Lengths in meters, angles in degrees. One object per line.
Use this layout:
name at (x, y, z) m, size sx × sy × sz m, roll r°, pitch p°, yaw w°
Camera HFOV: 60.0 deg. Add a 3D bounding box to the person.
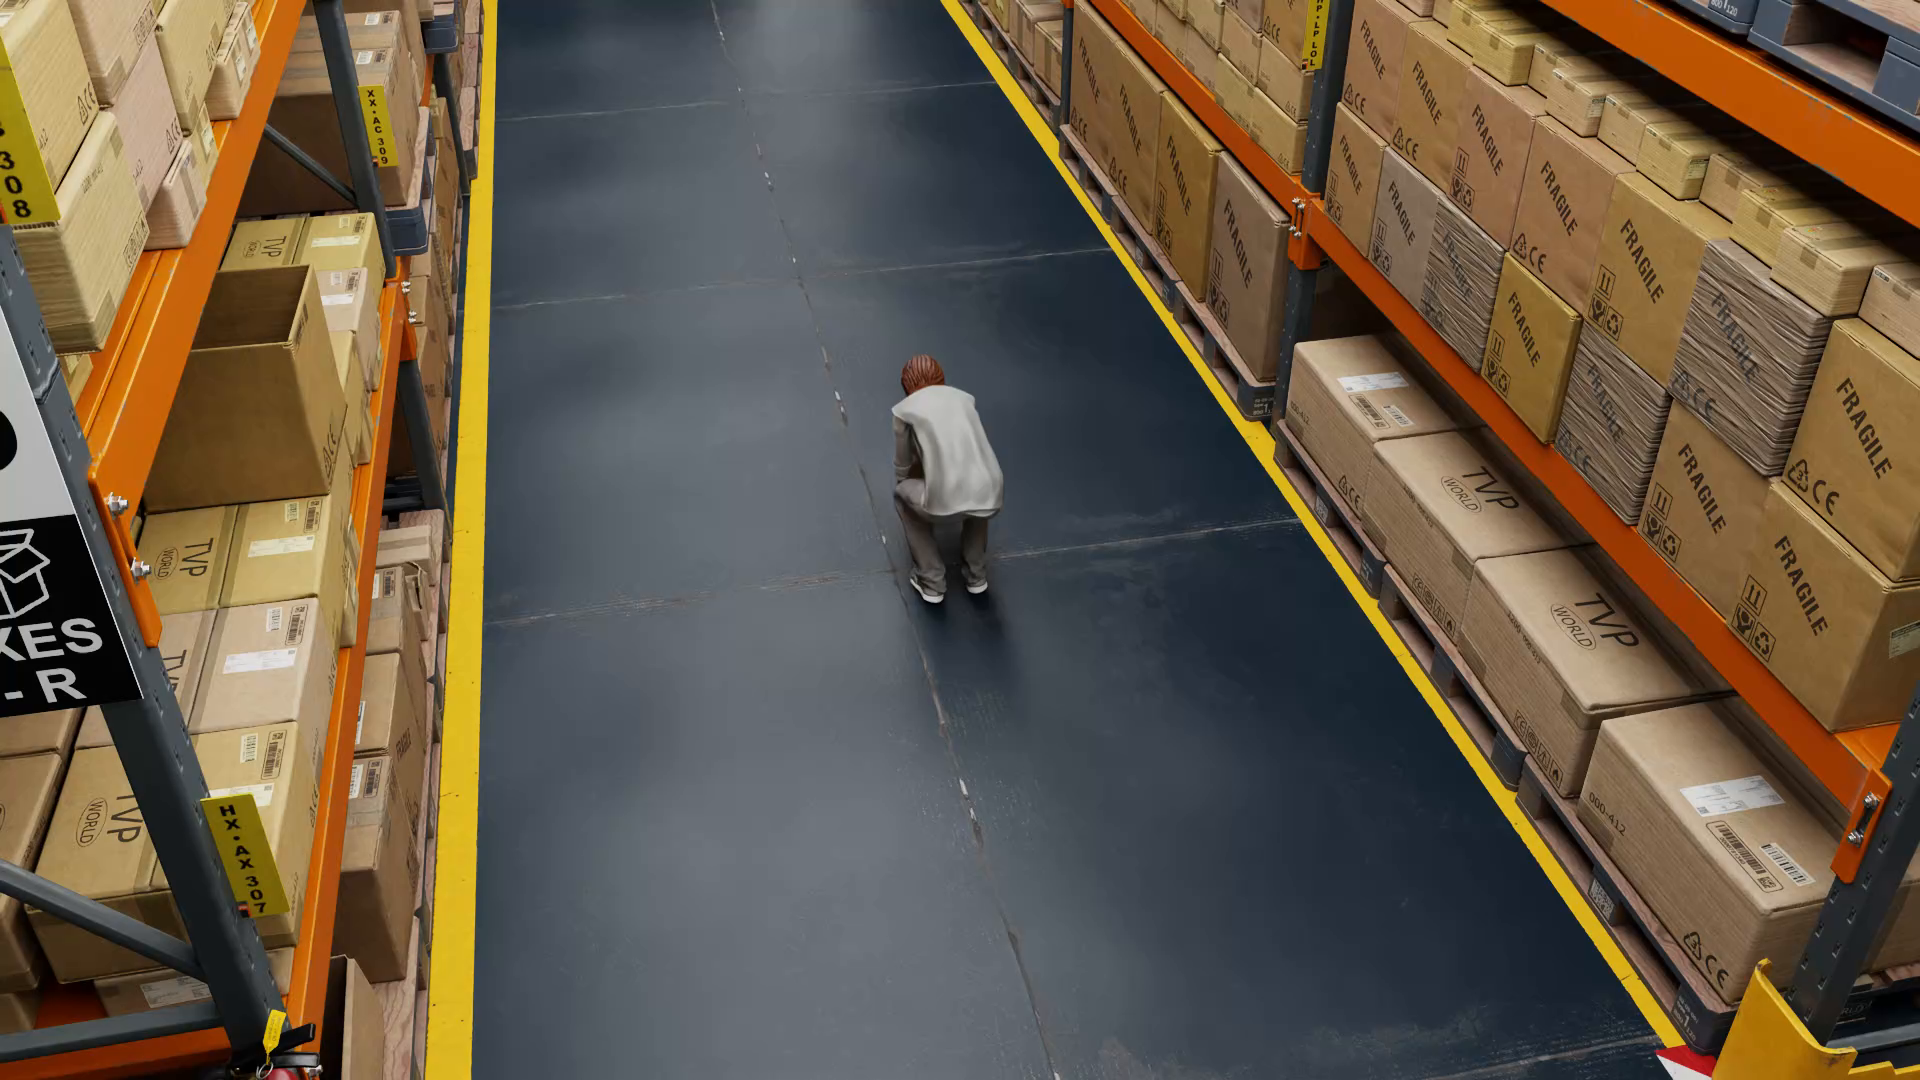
person at (-0.068, -0.235, 7.104) m, size 0.428 × 0.899 × 0.844 m, roll -9°, pitch 36°, yaw -12°
